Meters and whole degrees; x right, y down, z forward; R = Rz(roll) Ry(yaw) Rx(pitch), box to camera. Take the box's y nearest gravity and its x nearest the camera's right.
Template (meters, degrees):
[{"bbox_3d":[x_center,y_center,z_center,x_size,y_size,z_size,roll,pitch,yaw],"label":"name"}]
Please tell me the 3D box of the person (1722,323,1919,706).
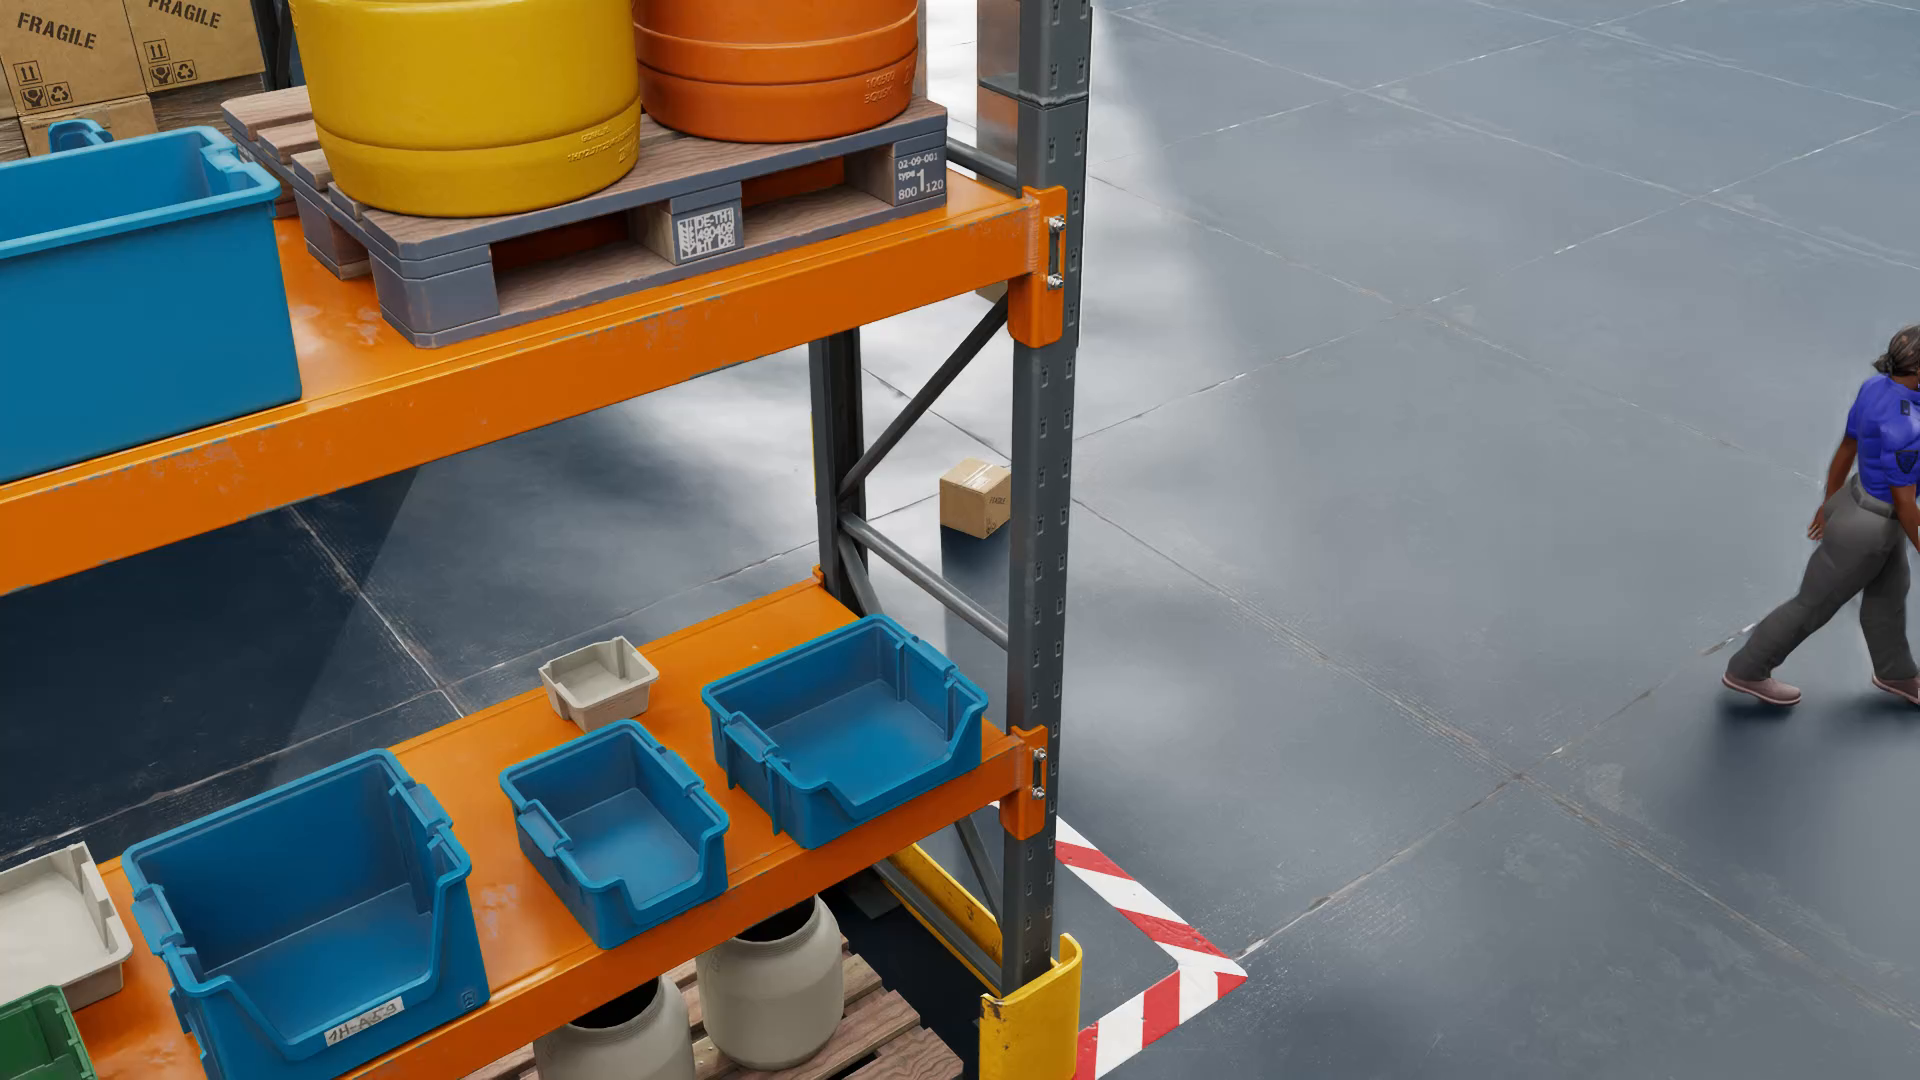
[{"bbox_3d":[3.476,-0.032,6.179,0.852,1.636,0.456,10,34,16],"label":"person"}]
